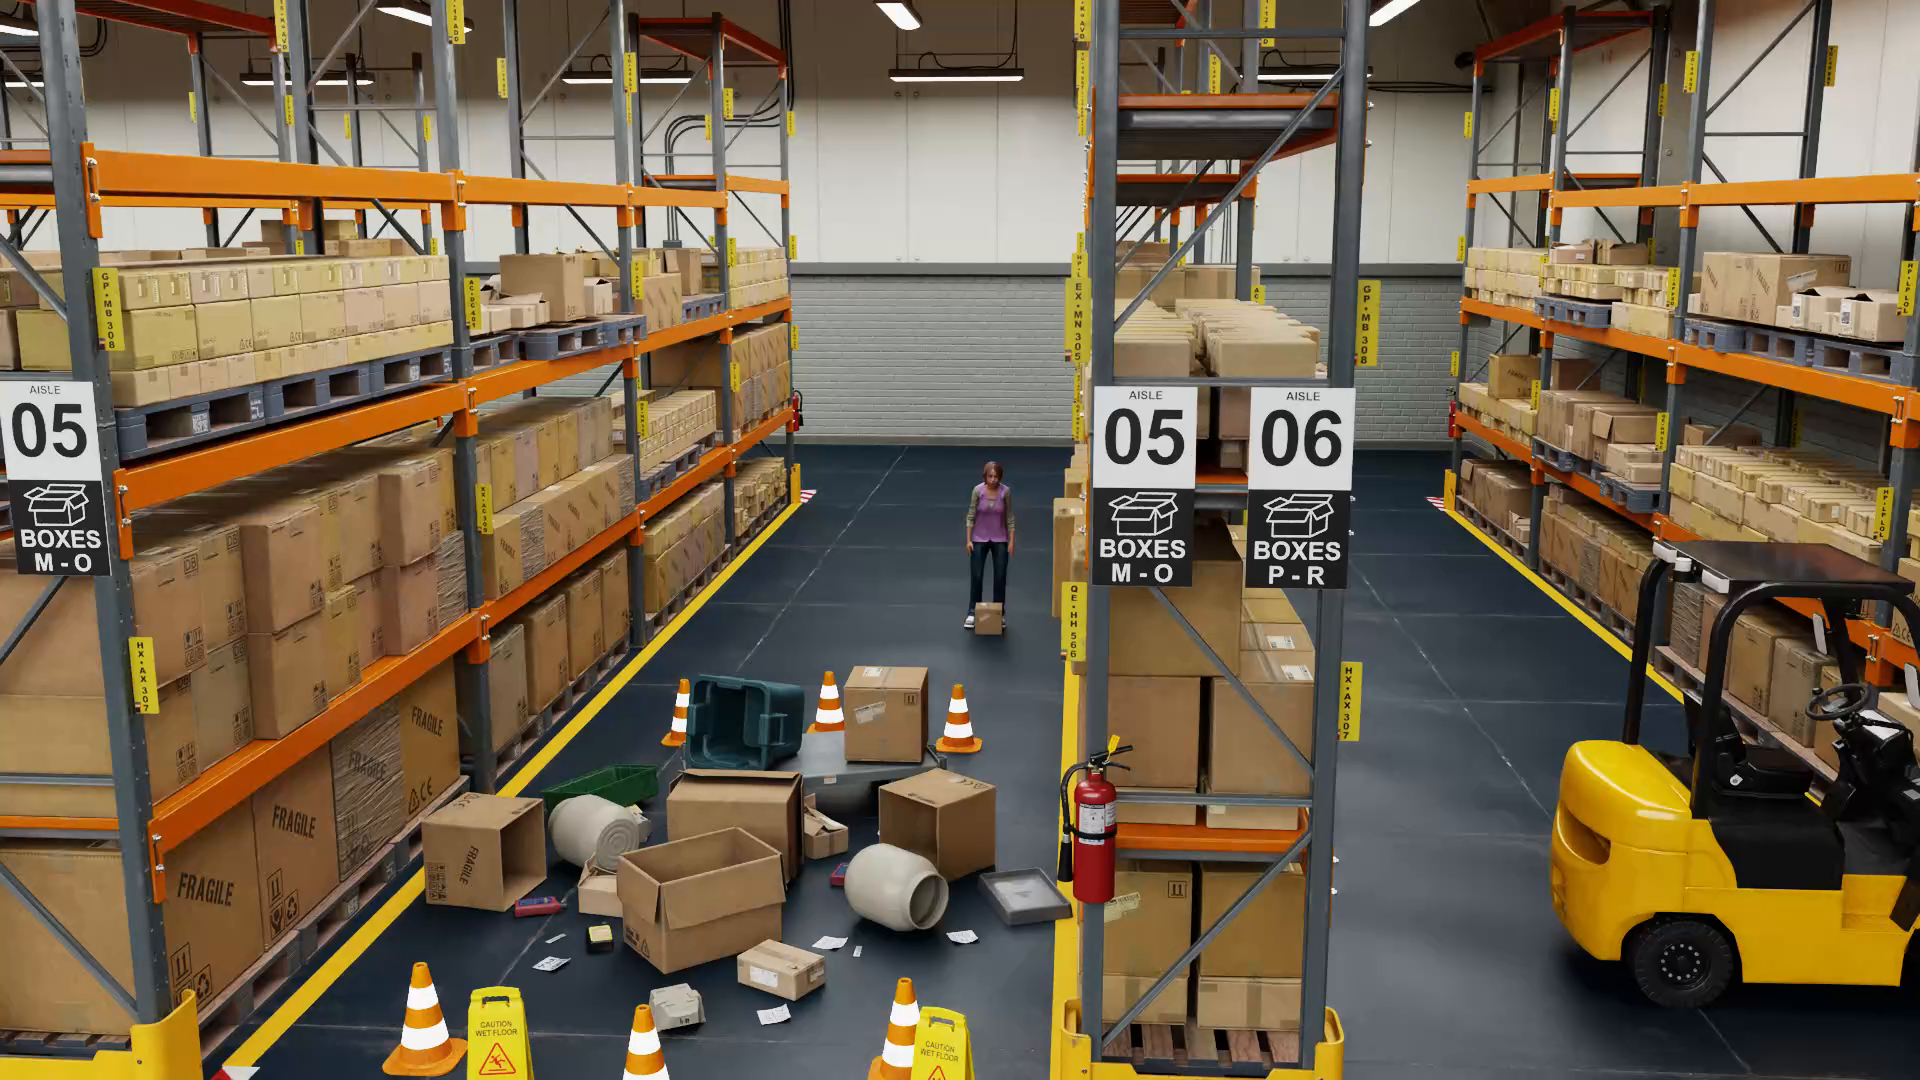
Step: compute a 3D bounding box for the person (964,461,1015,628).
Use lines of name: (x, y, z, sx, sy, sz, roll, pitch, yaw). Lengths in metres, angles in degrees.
person: (0.283, 0.036, 15.773, 0.484, 1.593, 0.344, 0, 11, 0)
